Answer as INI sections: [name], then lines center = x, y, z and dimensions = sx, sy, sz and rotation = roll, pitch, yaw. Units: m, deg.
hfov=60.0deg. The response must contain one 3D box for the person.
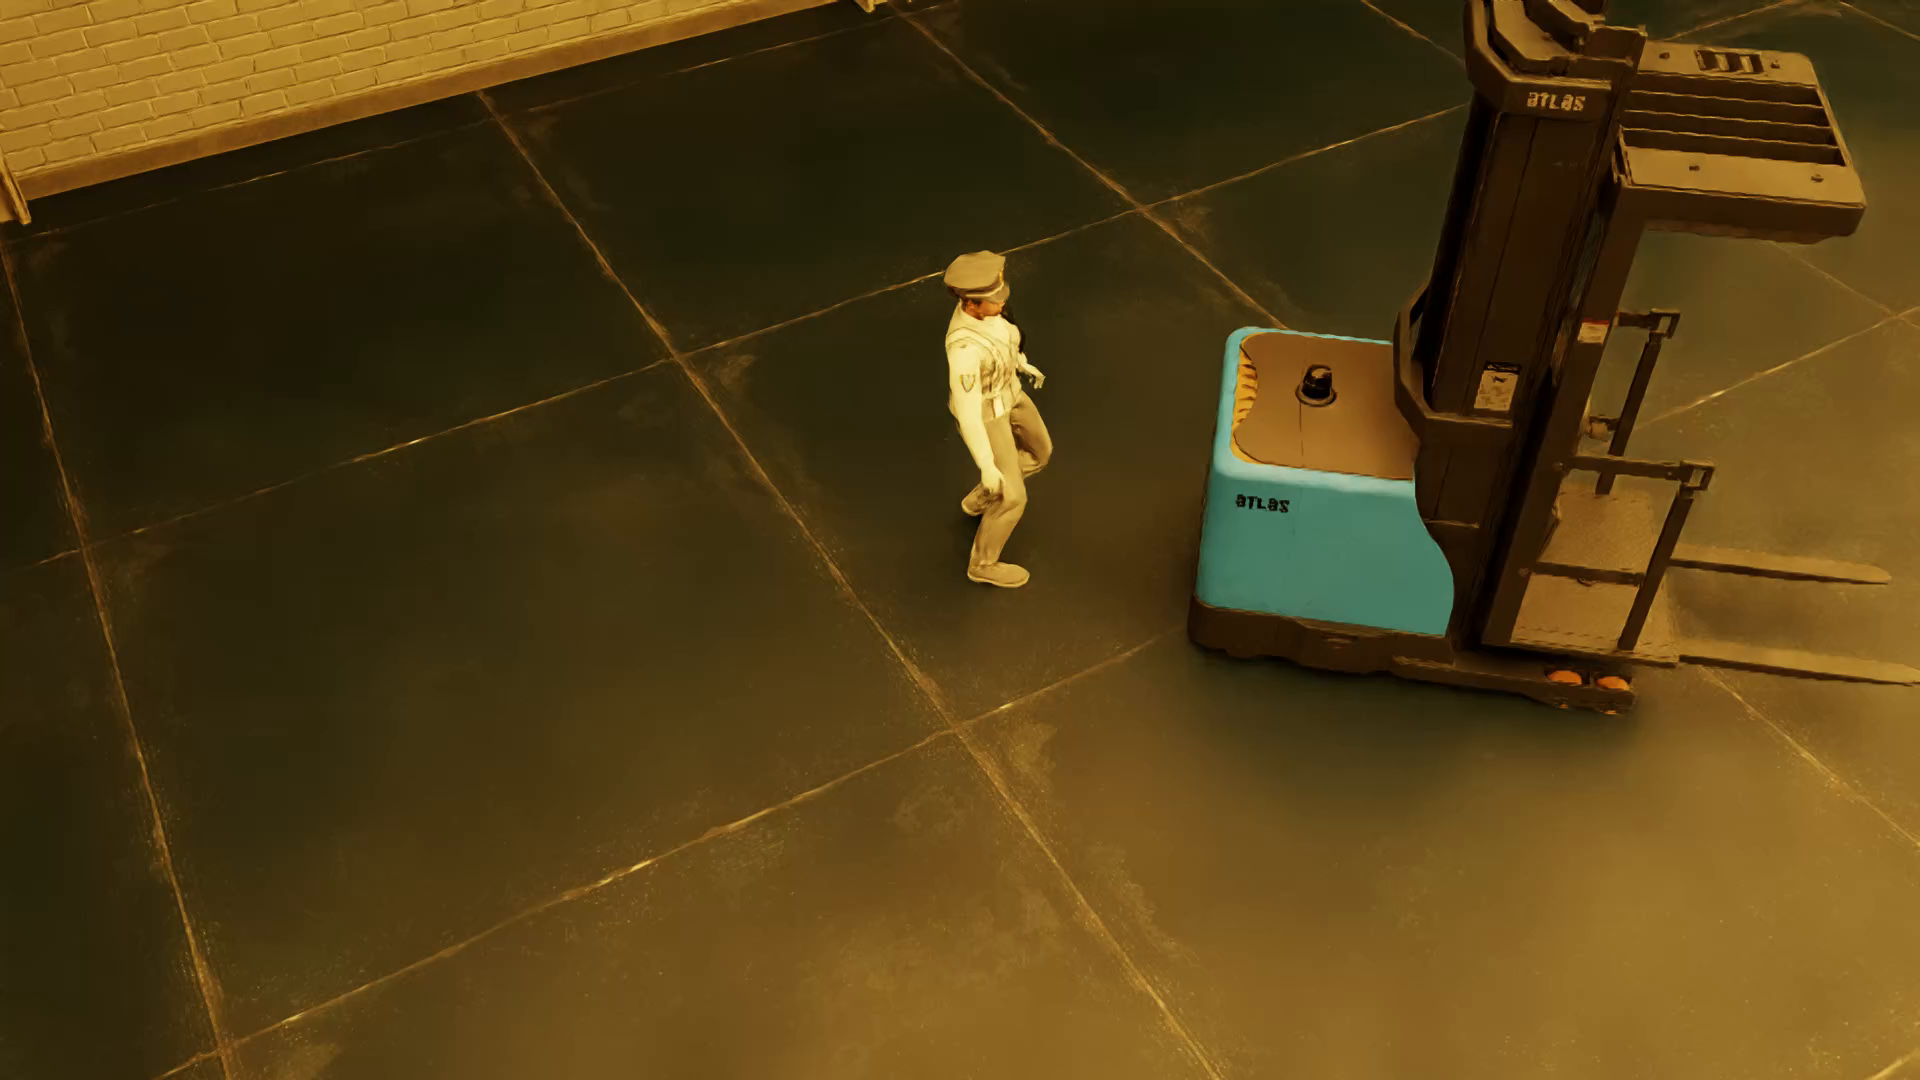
[person]
center = 0.157, -0.543, 7.276
dimensions = 0.444, 1.578, 0.740
rotation = 12, 44, 13

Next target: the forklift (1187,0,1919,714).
[forklift]
center = 2.568, -0.731, 6.486
dimensions = 3.031, 2.935, 1.130
rotation = 7, 43, 8
